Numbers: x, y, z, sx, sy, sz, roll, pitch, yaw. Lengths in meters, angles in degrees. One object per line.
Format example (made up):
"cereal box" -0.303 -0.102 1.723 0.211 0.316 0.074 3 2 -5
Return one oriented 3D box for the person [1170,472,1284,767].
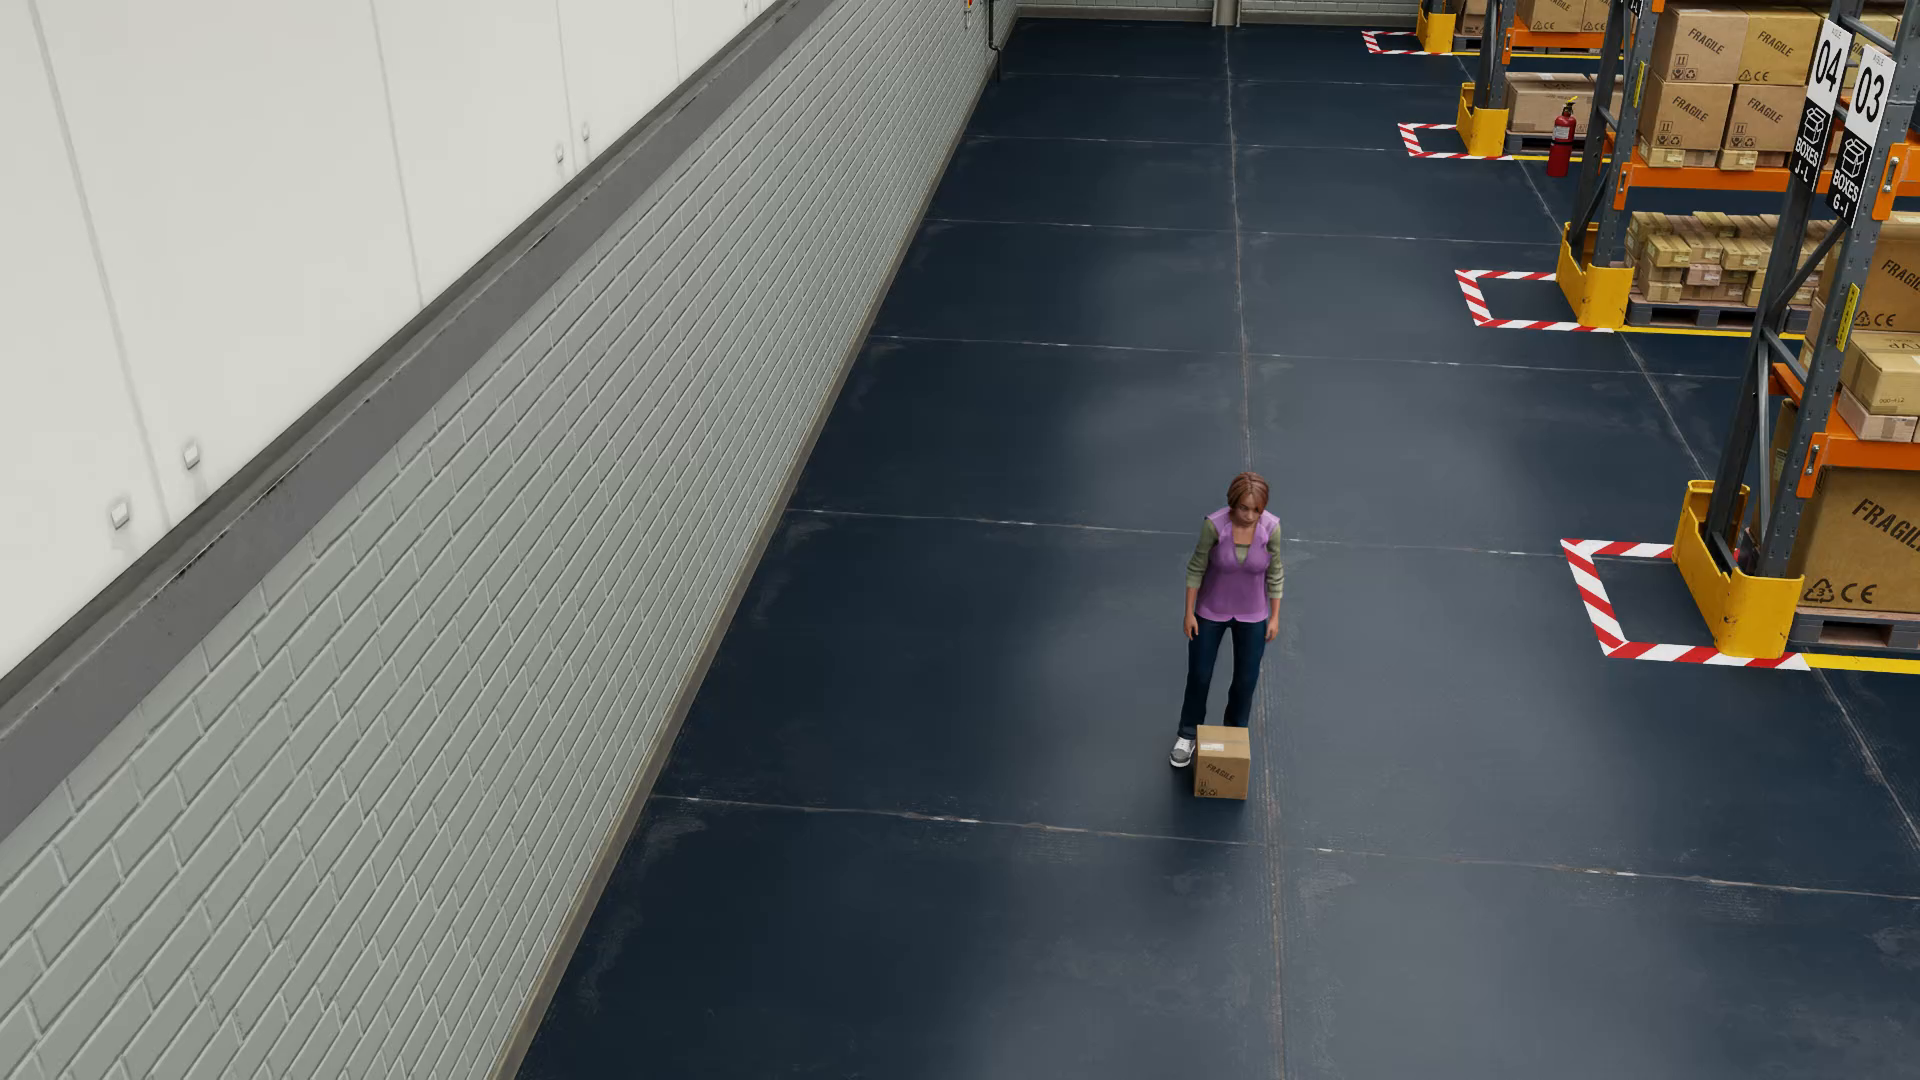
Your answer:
"person" 1.293 0.372 7.959 0.483 1.591 0.347 2 29 3
